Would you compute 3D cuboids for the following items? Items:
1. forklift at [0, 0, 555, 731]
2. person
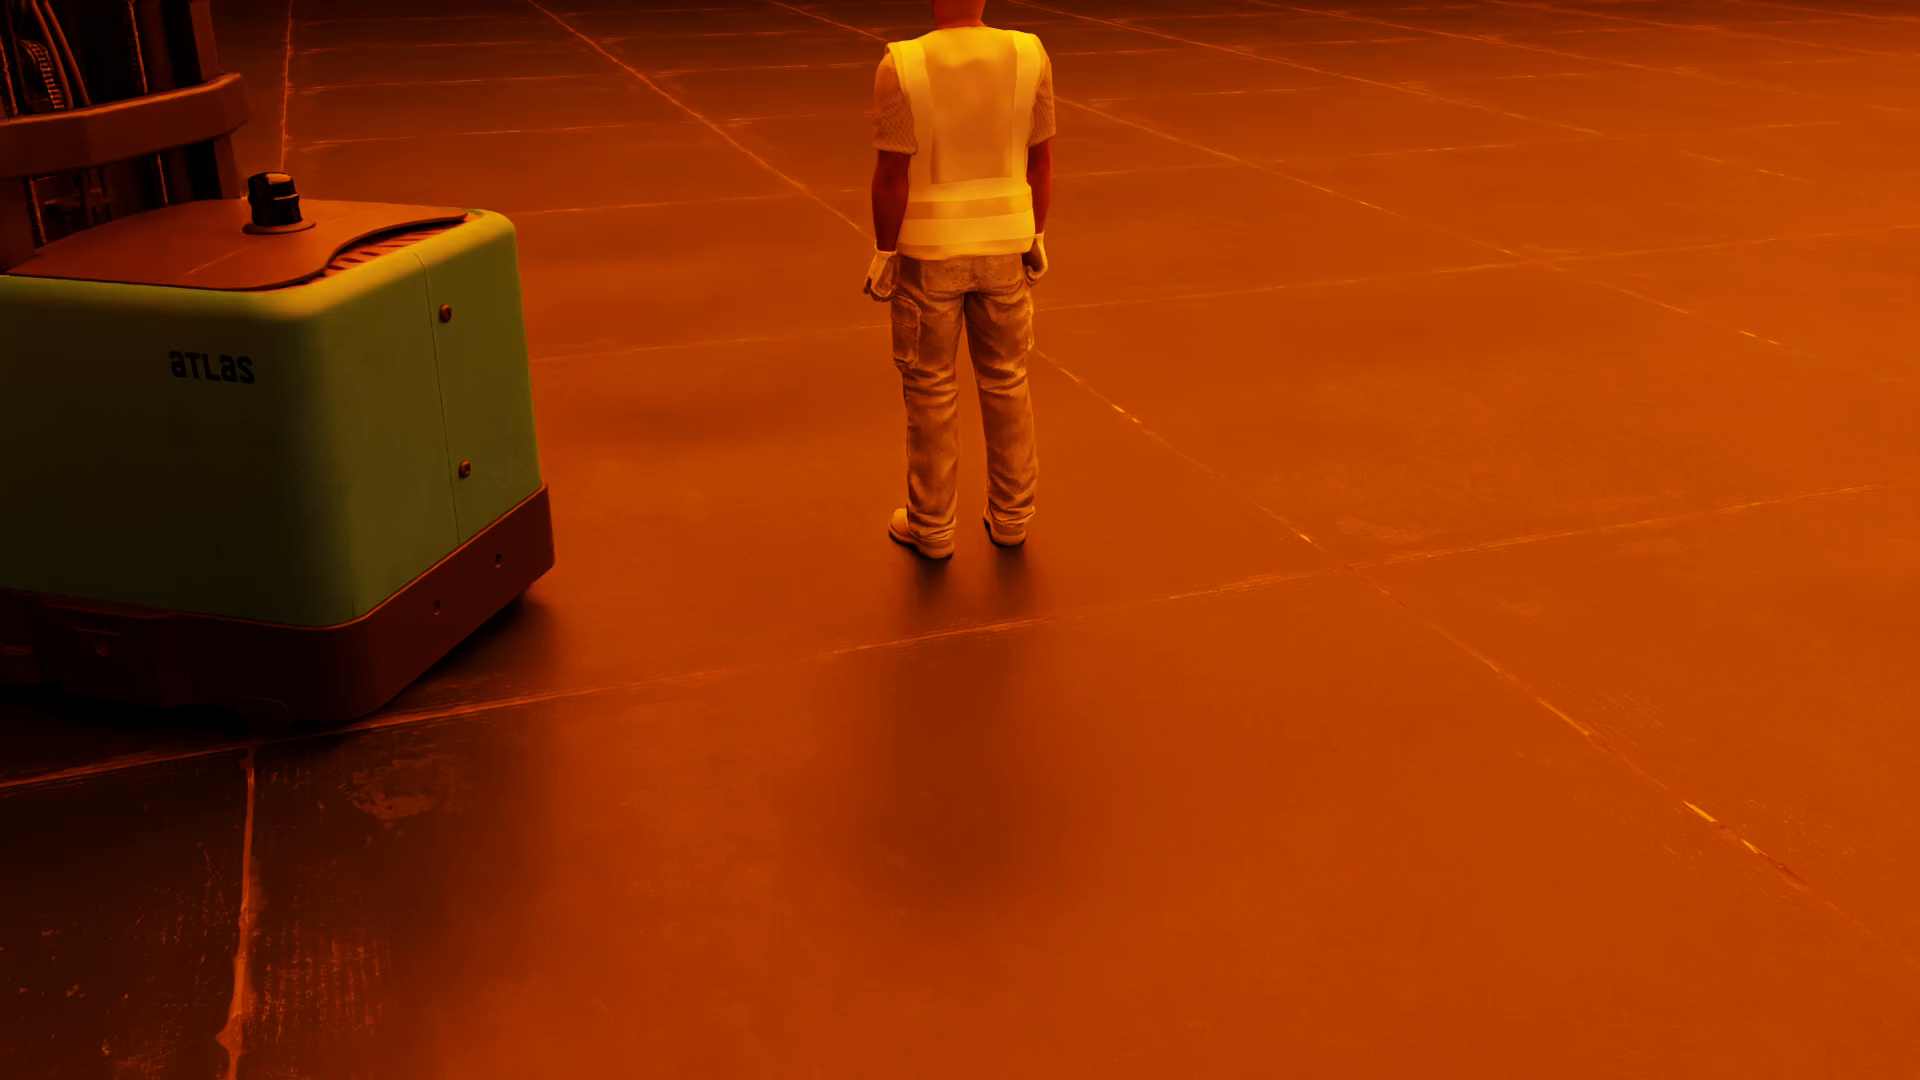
[{"bbox_3d":[-2.728,-1.198,4.147,3.031,2.935,1.130,6,24,14],"label":"forklift"},{"bbox_3d":[-0.012,-0.823,4.734,0.542,1.789,0.382,-8,24,-18],"label":"person"}]
